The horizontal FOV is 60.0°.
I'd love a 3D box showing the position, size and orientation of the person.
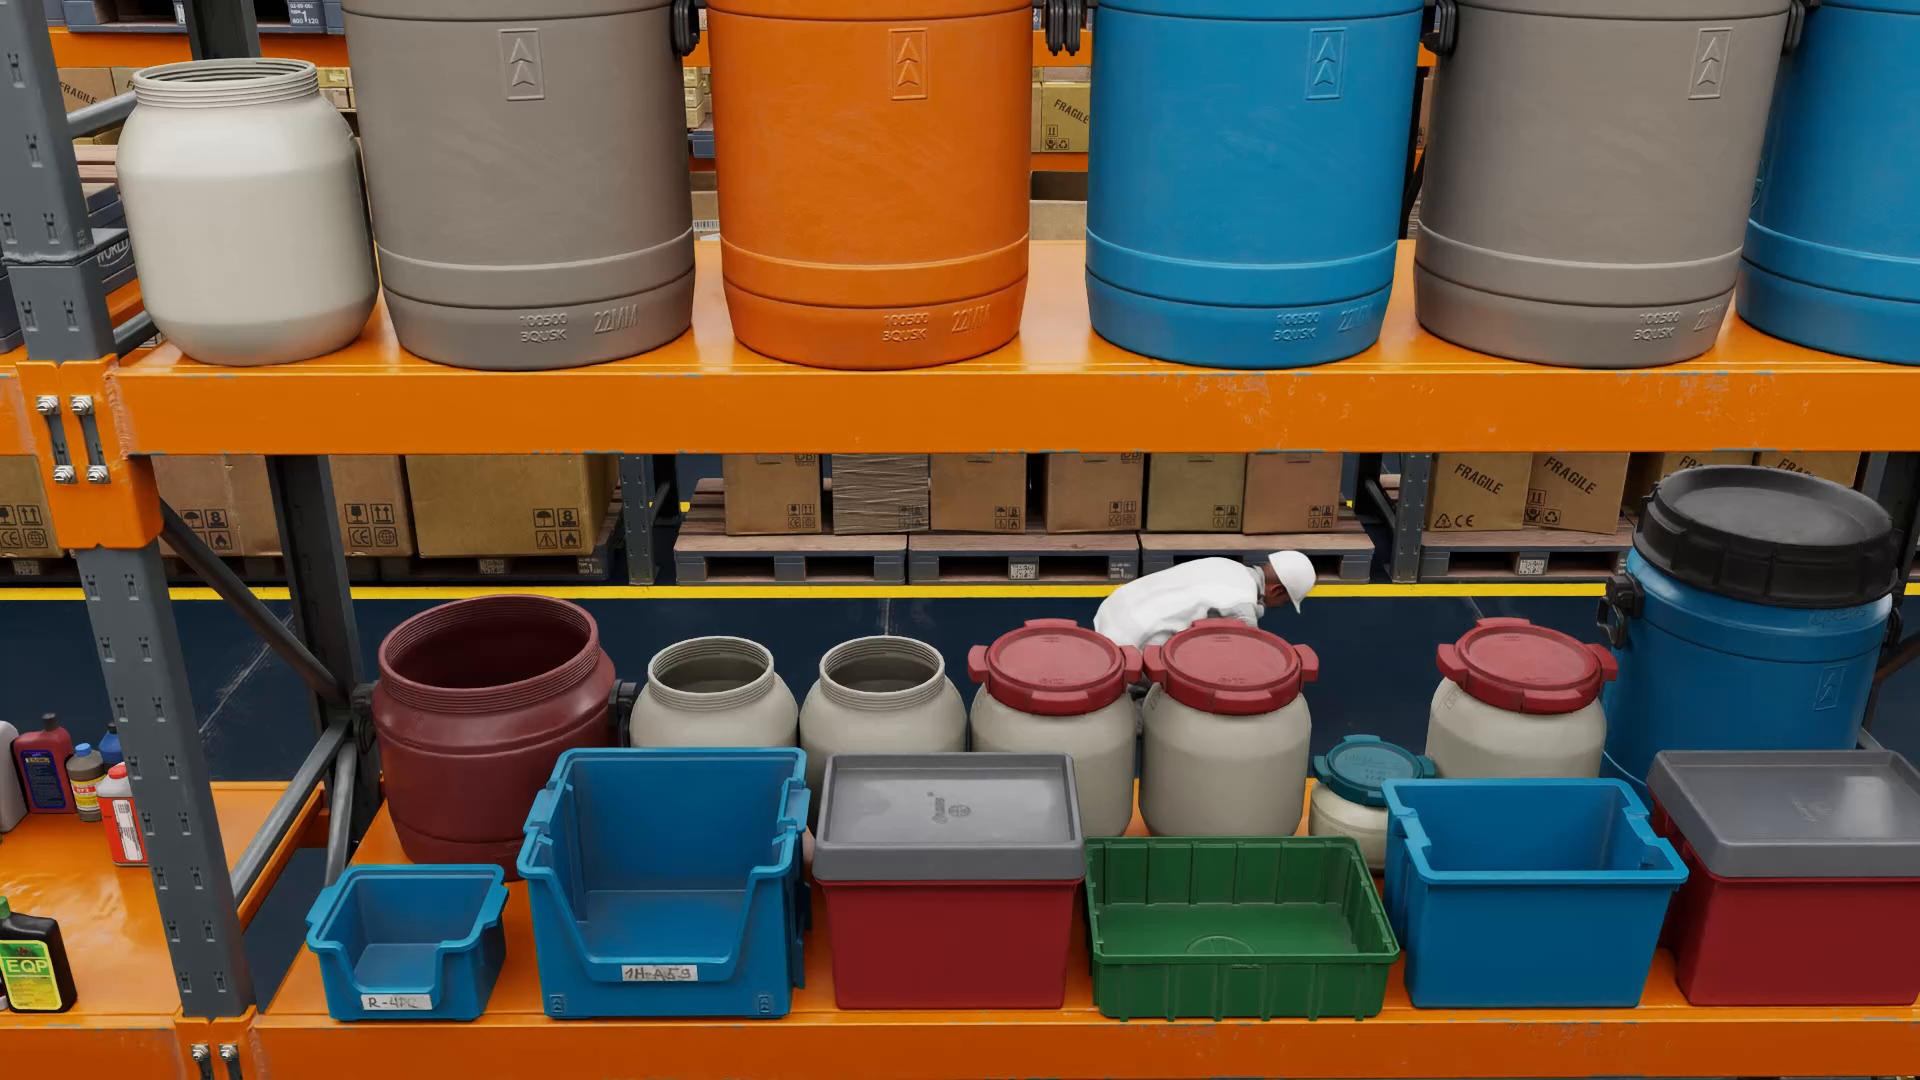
[{"bbox_3d":[1.070,0.472,7.331,0.957,0.870,0.526,0,24,-1],"label":"person"}]
